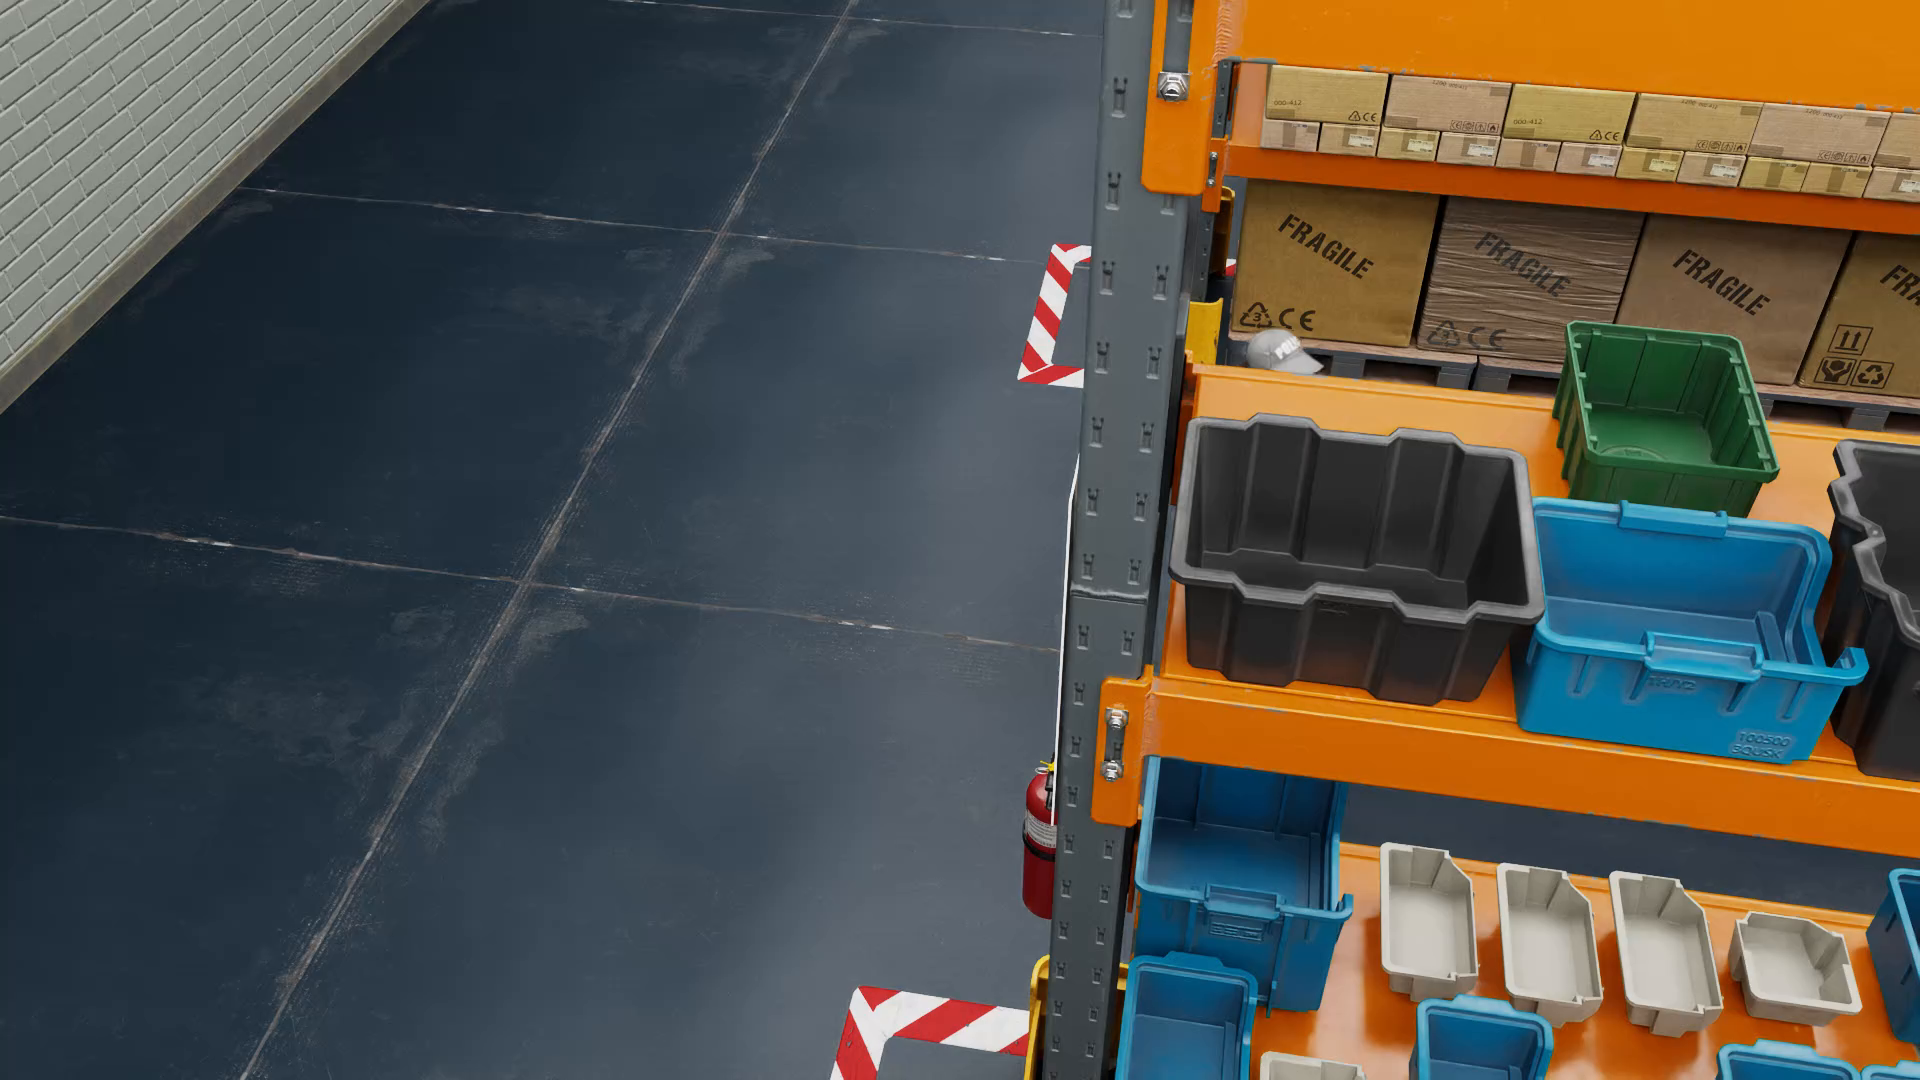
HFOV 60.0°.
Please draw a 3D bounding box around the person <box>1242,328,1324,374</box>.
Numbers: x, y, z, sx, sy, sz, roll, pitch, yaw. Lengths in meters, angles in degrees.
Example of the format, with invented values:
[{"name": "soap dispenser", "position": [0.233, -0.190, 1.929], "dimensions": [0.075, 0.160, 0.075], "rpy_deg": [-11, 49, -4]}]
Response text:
[{"name": "person", "position": [1.151, -0.023, 6.162], "dimensions": [0.496, 1.673, 0.501], "rpy_deg": [-28, 48, -28]}]
